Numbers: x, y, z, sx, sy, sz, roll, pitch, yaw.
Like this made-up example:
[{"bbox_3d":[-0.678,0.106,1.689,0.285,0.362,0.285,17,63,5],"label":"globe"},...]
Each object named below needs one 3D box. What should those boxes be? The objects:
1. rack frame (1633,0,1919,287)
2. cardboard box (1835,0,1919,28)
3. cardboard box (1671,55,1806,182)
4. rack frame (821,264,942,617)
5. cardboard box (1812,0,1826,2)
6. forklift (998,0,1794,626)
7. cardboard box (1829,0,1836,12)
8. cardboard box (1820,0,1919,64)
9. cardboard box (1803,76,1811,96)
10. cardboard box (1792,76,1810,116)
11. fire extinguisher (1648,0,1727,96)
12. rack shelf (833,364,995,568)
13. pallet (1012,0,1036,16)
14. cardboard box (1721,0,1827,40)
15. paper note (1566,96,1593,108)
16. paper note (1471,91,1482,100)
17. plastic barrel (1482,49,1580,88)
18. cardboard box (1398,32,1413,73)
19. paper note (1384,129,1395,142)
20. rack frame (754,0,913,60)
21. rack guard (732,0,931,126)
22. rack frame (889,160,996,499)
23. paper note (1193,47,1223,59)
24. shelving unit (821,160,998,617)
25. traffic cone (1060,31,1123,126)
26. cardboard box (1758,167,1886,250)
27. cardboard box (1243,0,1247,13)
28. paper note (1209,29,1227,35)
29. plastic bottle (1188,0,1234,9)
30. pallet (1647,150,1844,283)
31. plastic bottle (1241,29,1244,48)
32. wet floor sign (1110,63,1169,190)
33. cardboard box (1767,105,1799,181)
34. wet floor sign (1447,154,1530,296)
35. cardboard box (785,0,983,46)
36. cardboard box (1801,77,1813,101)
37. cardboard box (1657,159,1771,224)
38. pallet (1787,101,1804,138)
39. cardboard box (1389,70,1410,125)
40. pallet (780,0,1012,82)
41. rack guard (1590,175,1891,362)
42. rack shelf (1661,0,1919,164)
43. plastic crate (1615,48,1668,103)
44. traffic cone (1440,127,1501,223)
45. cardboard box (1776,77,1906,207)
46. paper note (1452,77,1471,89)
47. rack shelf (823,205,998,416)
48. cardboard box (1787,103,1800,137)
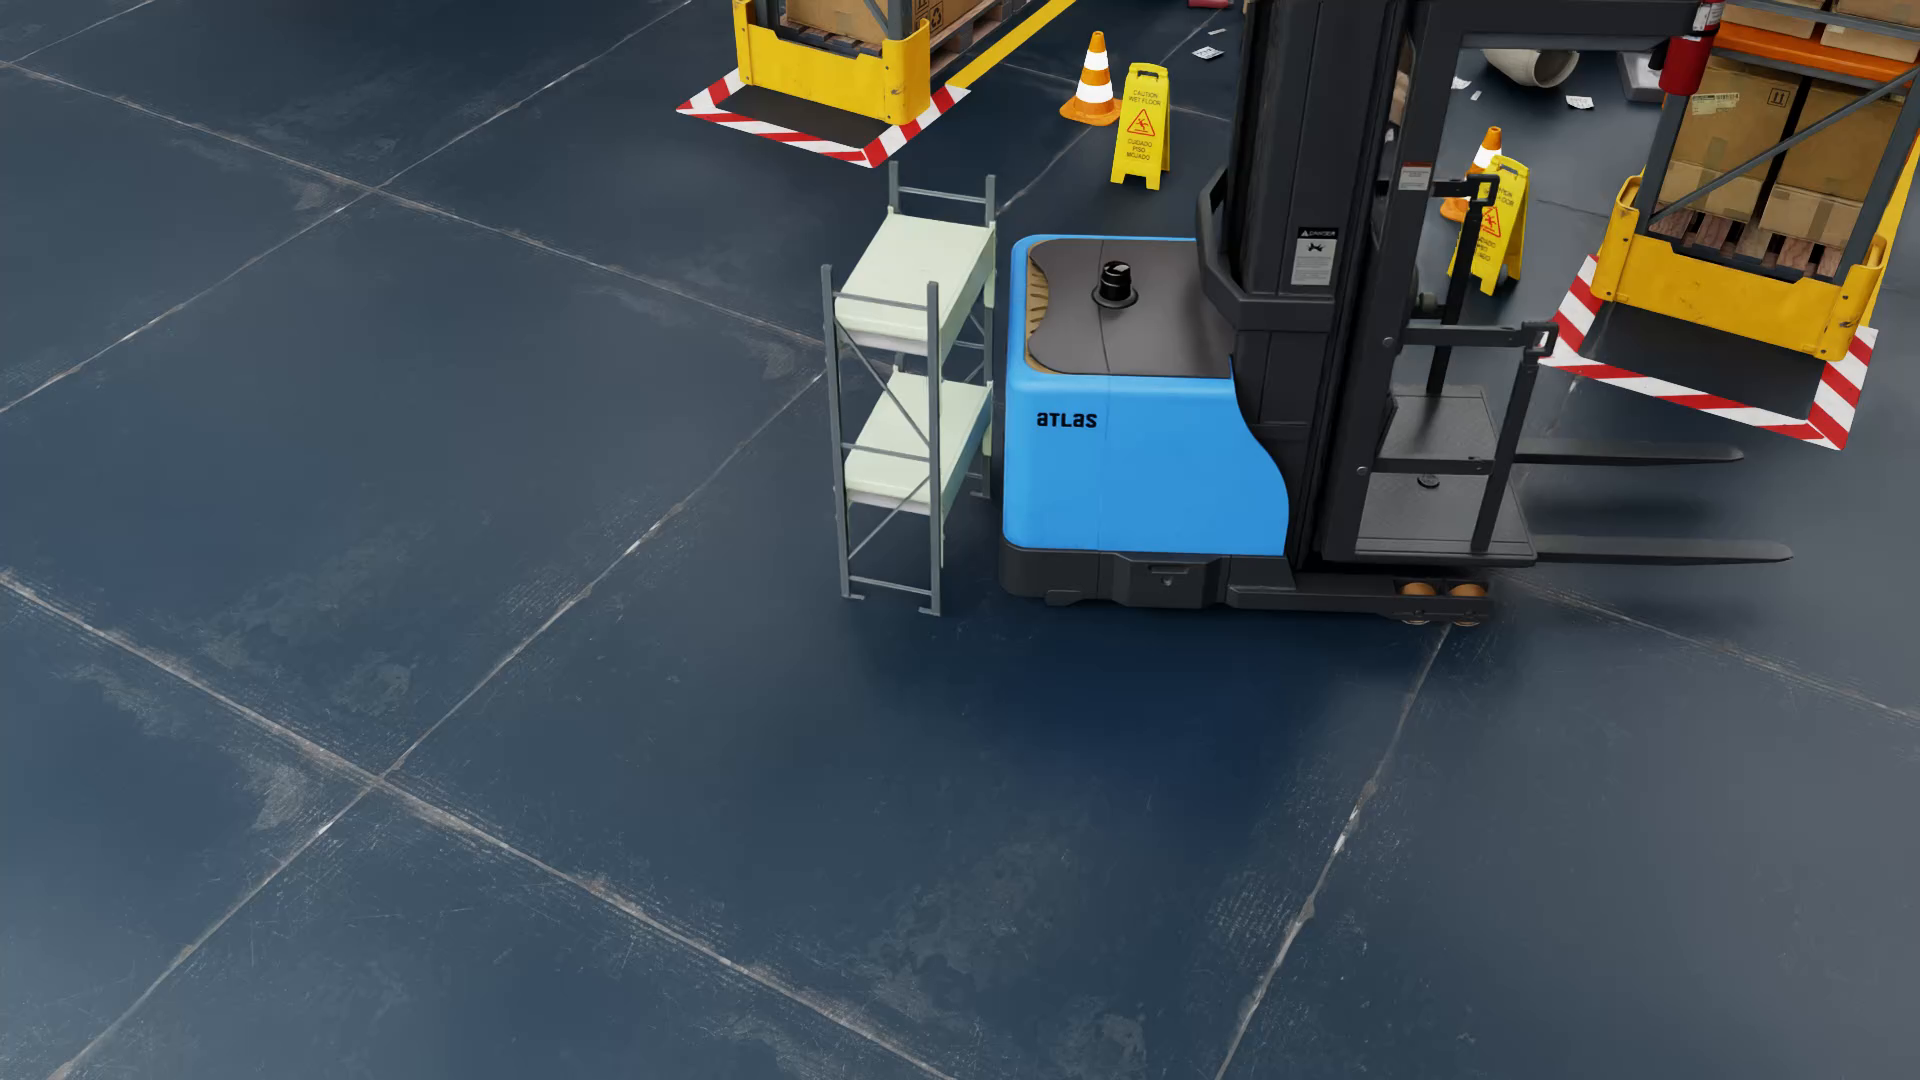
[{"bbox_3d":[3.610,-2.182,6.958,1.000,3.000,0.127,21,45,22],"label":"rack frame"},{"bbox_3d":[4.087,-2.511,7.031,0.500,0.500,0.500,20,45,21],"label":"cardboard box"},{"bbox_3d":[3.785,-2.134,8.099,0.500,0.500,0.500,21,46,22],"label":"cardboard box"},{"bbox_3d":[-0.266,-0.310,5.968,0.400,1.500,0.023,11,42,12],"label":"rack frame"},{"bbox_3d":[3.643,-2.733,7.283,0.500,0.500,0.500,20,45,21],"label":"cardboard box"},{"bbox_3d":[1.682,-1.131,5.817,3.031,2.935,1.130,2,41,2],"label":"forklift"},{"bbox_3d":[4.073,-2.363,7.354,0.380,0.149,0.250,22,46,23],"label":"cardboard box"},{"bbox_3d":[3.959,-2.214,7.184,0.380,0.149,0.250,21,46,22],"label":"cardboard box"},{"bbox_3d":[4.302,-2.720,8.765,0.500,0.500,0.500,20,45,21],"label":"cardboard box"},{"bbox_3d":[4.043,-2.434,8.439,0.500,0.500,0.500,23,46,24],"label":"cardboard box"},{"bbox_3d":[3.154,-2.240,7.083,0.296,0.674,0.183,21,45,22],"label":"fire extinguisher"},{"bbox_3d":[-0.165,-0.298,6.447,0.431,0.370,0.720,11,42,12],"label":"rack shelf"},{"bbox_3d":[0.217,-3.894,11.012,1.003,0.211,1.213,21,45,22],"label":"pallet"},{"bbox_3d":[3.612,-2.373,7.365,0.380,0.149,0.250,22,46,23],"label":"cardboard box"},{"bbox_3d":[3.583,-2.537,9.607,0.142,0.019,0.148,7,42,8],"label":"paper note"},{"bbox_3d":[3.006,-2.589,9.682,0.032,0.001,0.123,21,45,22],"label":"paper note"},{"bbox_3d":[3.333,-2.898,9.721,0.421,0.421,0.512,-14,43,-15],"label":"plastic barrel"},{"bbox_3d":[2.297,-3.088,9.876,0.797,0.503,0.637,-7,42,-7],"label":"cardboard box"},{"bbox_3d":[2.360,-2.267,9.301,0.148,0.019,0.142,7,42,8],"label":"paper note"},{"bbox_3d":[-0.726,-3.762,8.752,1.000,3.000,0.127,21,45,22],"label":"rack frame"},{"bbox_3d":[-0.738,-2.810,9.562,1.175,0.500,0.348,21,45,22],"label":"rack guard"},{"bbox_3d":[-0.064,-0.775,6.496,0.400,1.500,0.023,11,42,12],"label":"rack frame"},{"bbox_3d":[1.507,-2.959,10.088,0.142,0.017,0.144,-29,49,-29],"label":"paper note"},{"bbox_3d":[-0.165,-0.543,6.232,0.431,1.500,0.755,11,42,12],"label":"shelving unit"},{"bbox_3d":[0.769,-2.644,9.402,0.336,0.463,0.334,21,45,22],"label":"traffic cone"},{"bbox_3d":[4.253,-1.678,8.149,0.500,0.250,0.500,21,45,22],"label":"cardboard box"},{"bbox_3d":[2.010,-3.432,10.446,0.396,0.266,0.258,29,49,29],"label":"cardboard box"},{"bbox_3d":[1.598,-3.157,10.328,0.123,0.001,0.032,-21,45,-22],"label":"paper note"},{"bbox_3d":[1.606,-3.447,10.618,0.283,0.061,0.133,7,42,8],"label":"plastic bottle"},{"bbox_3d":[4.085,-1.632,8.444,1.003,0.211,1.213,21,45,22],"label":"pallet"},{"bbox_3d":[1.803,-3.093,10.216,0.133,0.061,0.283,7,42,8],"label":"plastic bottle"},{"bbox_3d":[0.973,-2.207,8.767,0.267,0.644,0.232,14,43,15],"label":"wet floor sign"},{"bbox_3d":[4.047,-2.153,8.688,0.500,0.250,0.500,21,46,22],"label":"cardboard box"},{"bbox_3d":[2.588,-1.544,8.015,0.232,0.644,0.267,-29,49,-29],"label":"wet floor sign"},{"bbox_3d":[-0.444,-3.532,9.781,0.875,0.875,0.875,21,46,22],"label":"cardboard box"},{"bbox_3d":[4.562,-2.735,9.349,0.500,0.250,0.500,20,45,22],"label":"cardboard box"},{"bbox_3d":[3.793,-1.873,8.370,0.500,0.250,0.500,21,45,22],"label":"cardboard box"},{"bbox_3d":[4.696,-2.328,9.234,1.003,0.211,1.213,21,45,22],"label":"pallet"},{"bbox_3d":[2.517,-2.530,9.510,0.250,0.149,0.380,-21,45,-22],"label":"cardboard box"},{"bbox_3d":[-0.394,-3.198,10.222,1.003,0.211,1.213,21,45,22],"label":"pallet"},{"bbox_3d":[3.648,-1.288,7.834,1.175,0.500,0.348,21,45,22],"label":"rack guard"},{"bbox_3d":[4.611,-3.057,8.496,1.077,0.370,4.000,21,45,22],"label":"rack shelf"},{"bbox_3d":[4.116,-2.748,9.810,0.402,0.080,0.583,7,42,8],"label":"plastic crate"},{"bbox_3d":[2.708,-1.903,8.561,0.336,0.463,0.334,21,45,22],"label":"traffic cone"},{"bbox_3d":[4.264,-1.973,7.917,0.500,0.500,0.500,19,45,21],"label":"cardboard box"},{"bbox_3d":[2.914,-2.699,9.801,0.142,0.019,0.148,-29,49,-29],"label":"paper note"},{"bbox_3d":[-0.165,-0.836,5.974,0.431,0.370,0.720,11,42,12],"label":"rack shelf"},{"bbox_3d":[4.305,-2.455,9.030,0.500,0.250,0.500,19,45,21],"label":"cardboard box"}]
